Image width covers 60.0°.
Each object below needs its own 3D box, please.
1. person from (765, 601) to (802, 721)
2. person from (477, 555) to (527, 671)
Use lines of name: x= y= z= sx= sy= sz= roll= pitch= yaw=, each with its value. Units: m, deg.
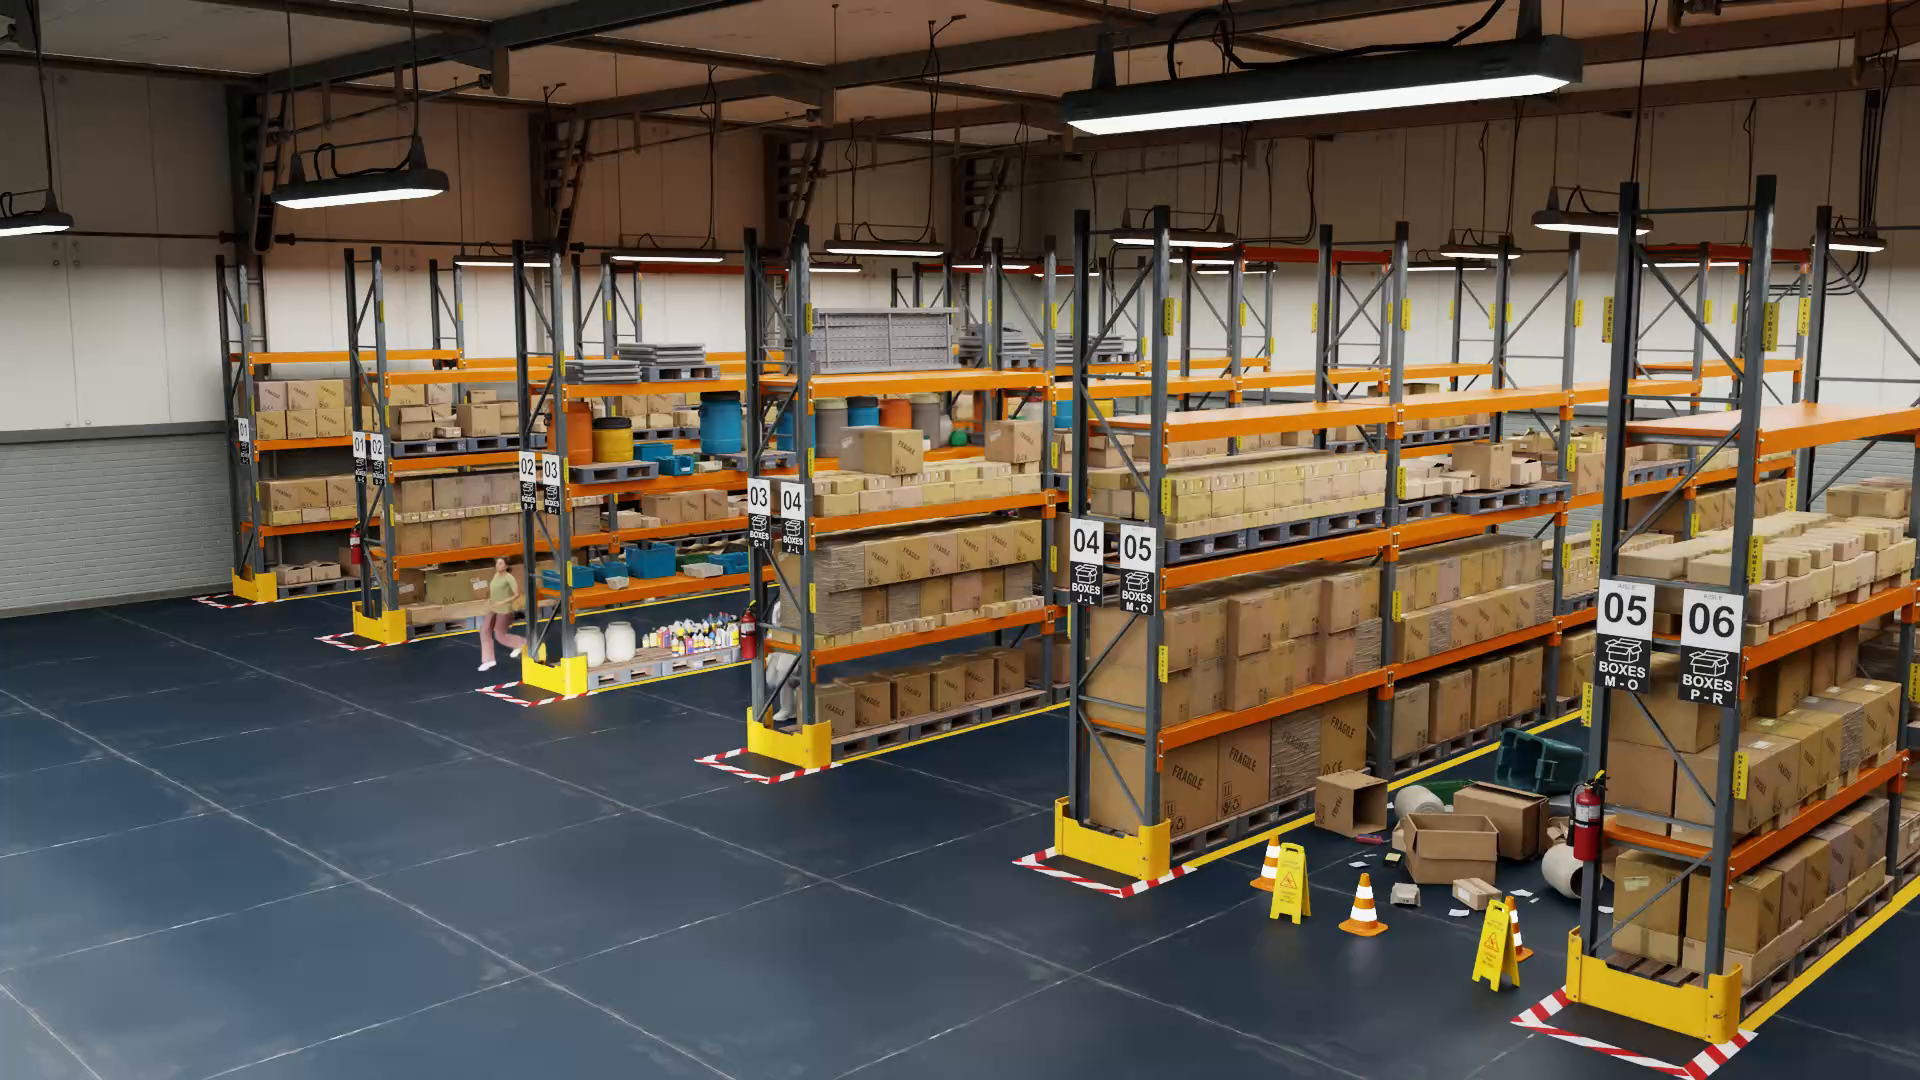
person: x=-2.133 y=1.377 z=20.777 sx=0.724 sy=1.727 sz=0.643 roll=7 pitch=11 yaw=41
person: x=-6.505 y=1.036 z=23.694 sx=0.616 sy=1.649 sz=0.747 roll=6 pitch=10 yaw=36
